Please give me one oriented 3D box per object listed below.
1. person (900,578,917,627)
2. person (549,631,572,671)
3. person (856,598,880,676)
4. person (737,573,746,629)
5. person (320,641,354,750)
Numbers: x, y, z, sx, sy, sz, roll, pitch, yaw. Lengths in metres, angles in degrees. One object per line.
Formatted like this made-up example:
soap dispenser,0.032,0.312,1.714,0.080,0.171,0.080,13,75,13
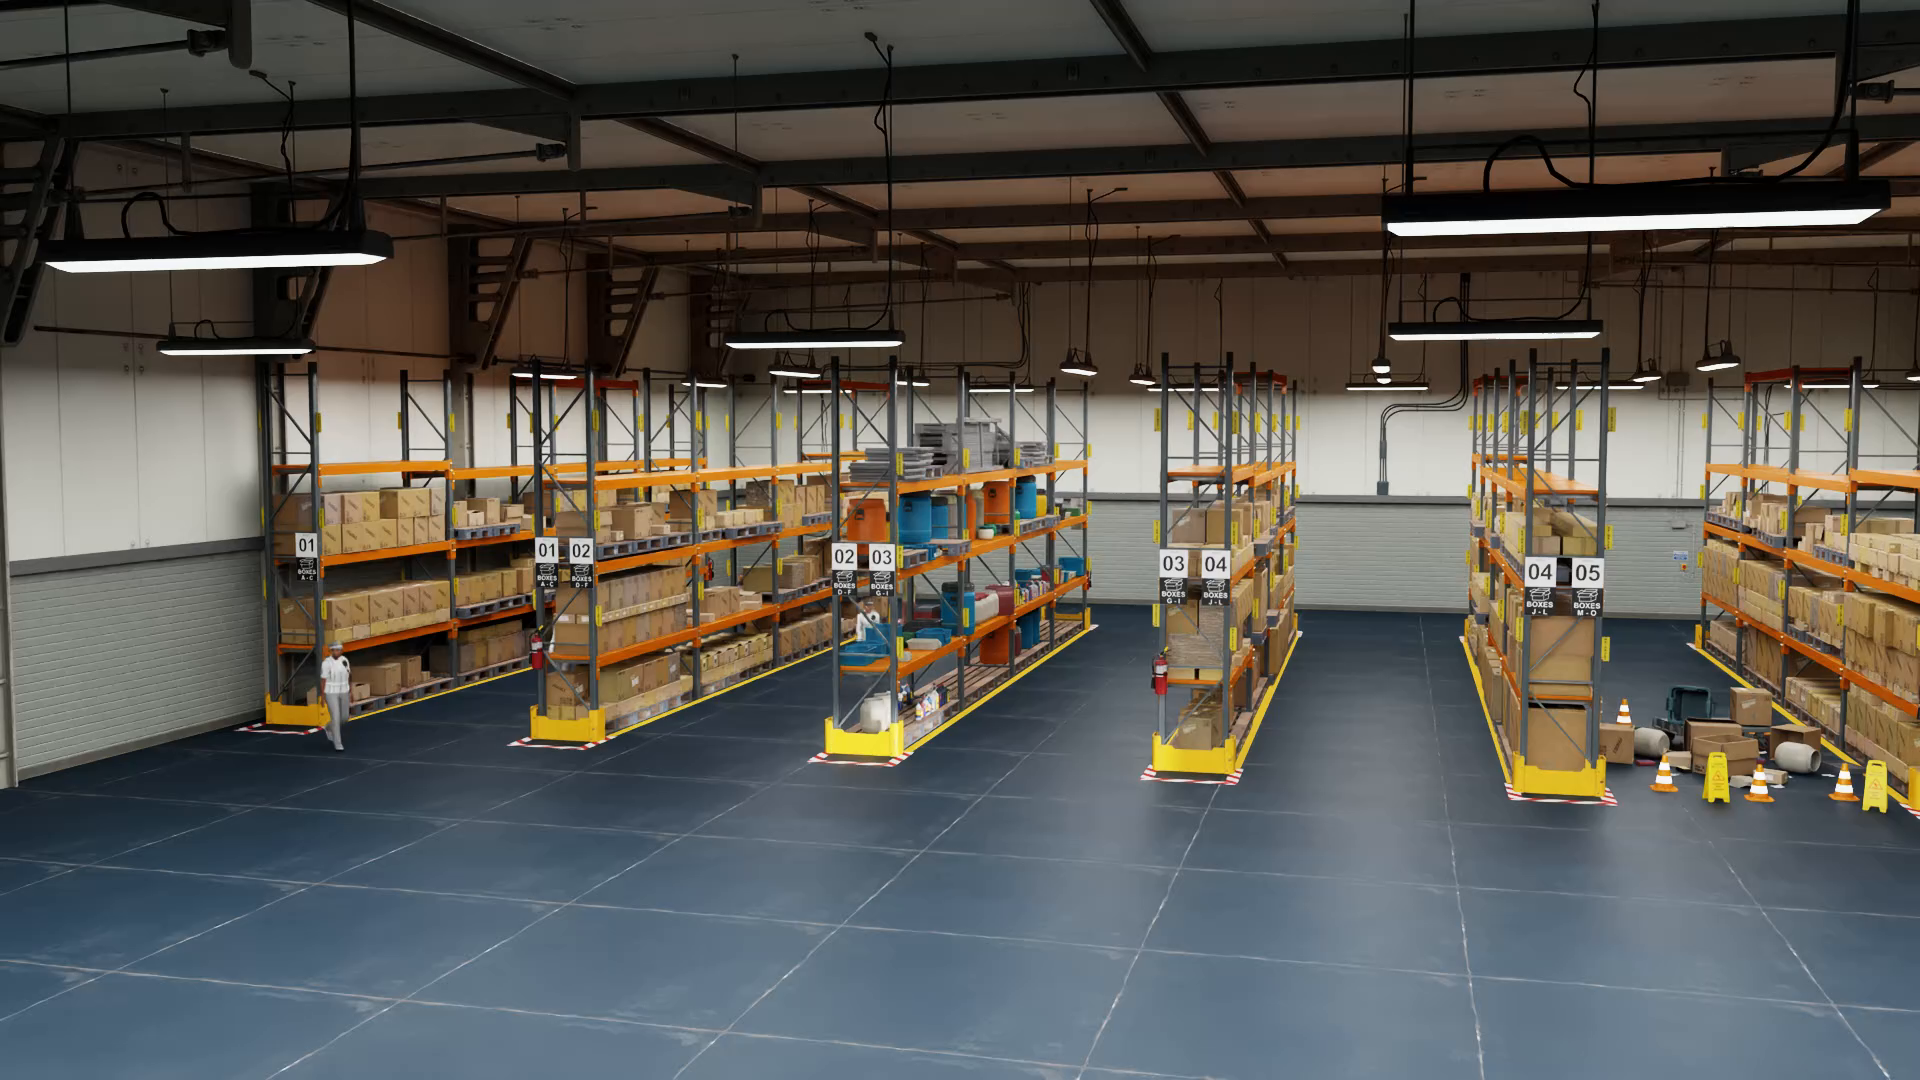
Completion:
person,-1.142,1.467,38.426,0.636,1.686,0.479,-2,5,-31
person,-7.122,2.087,30.057,0.567,1.700,0.692,1,4,9
person,-1.733,1.811,31.373,0.467,1.433,0.942,0,4,2
person,-4.964,1.526,38.349,0.573,1.562,0.751,2,4,24
person,-9.631,2.361,25.664,0.841,1.649,0.501,4,5,42
